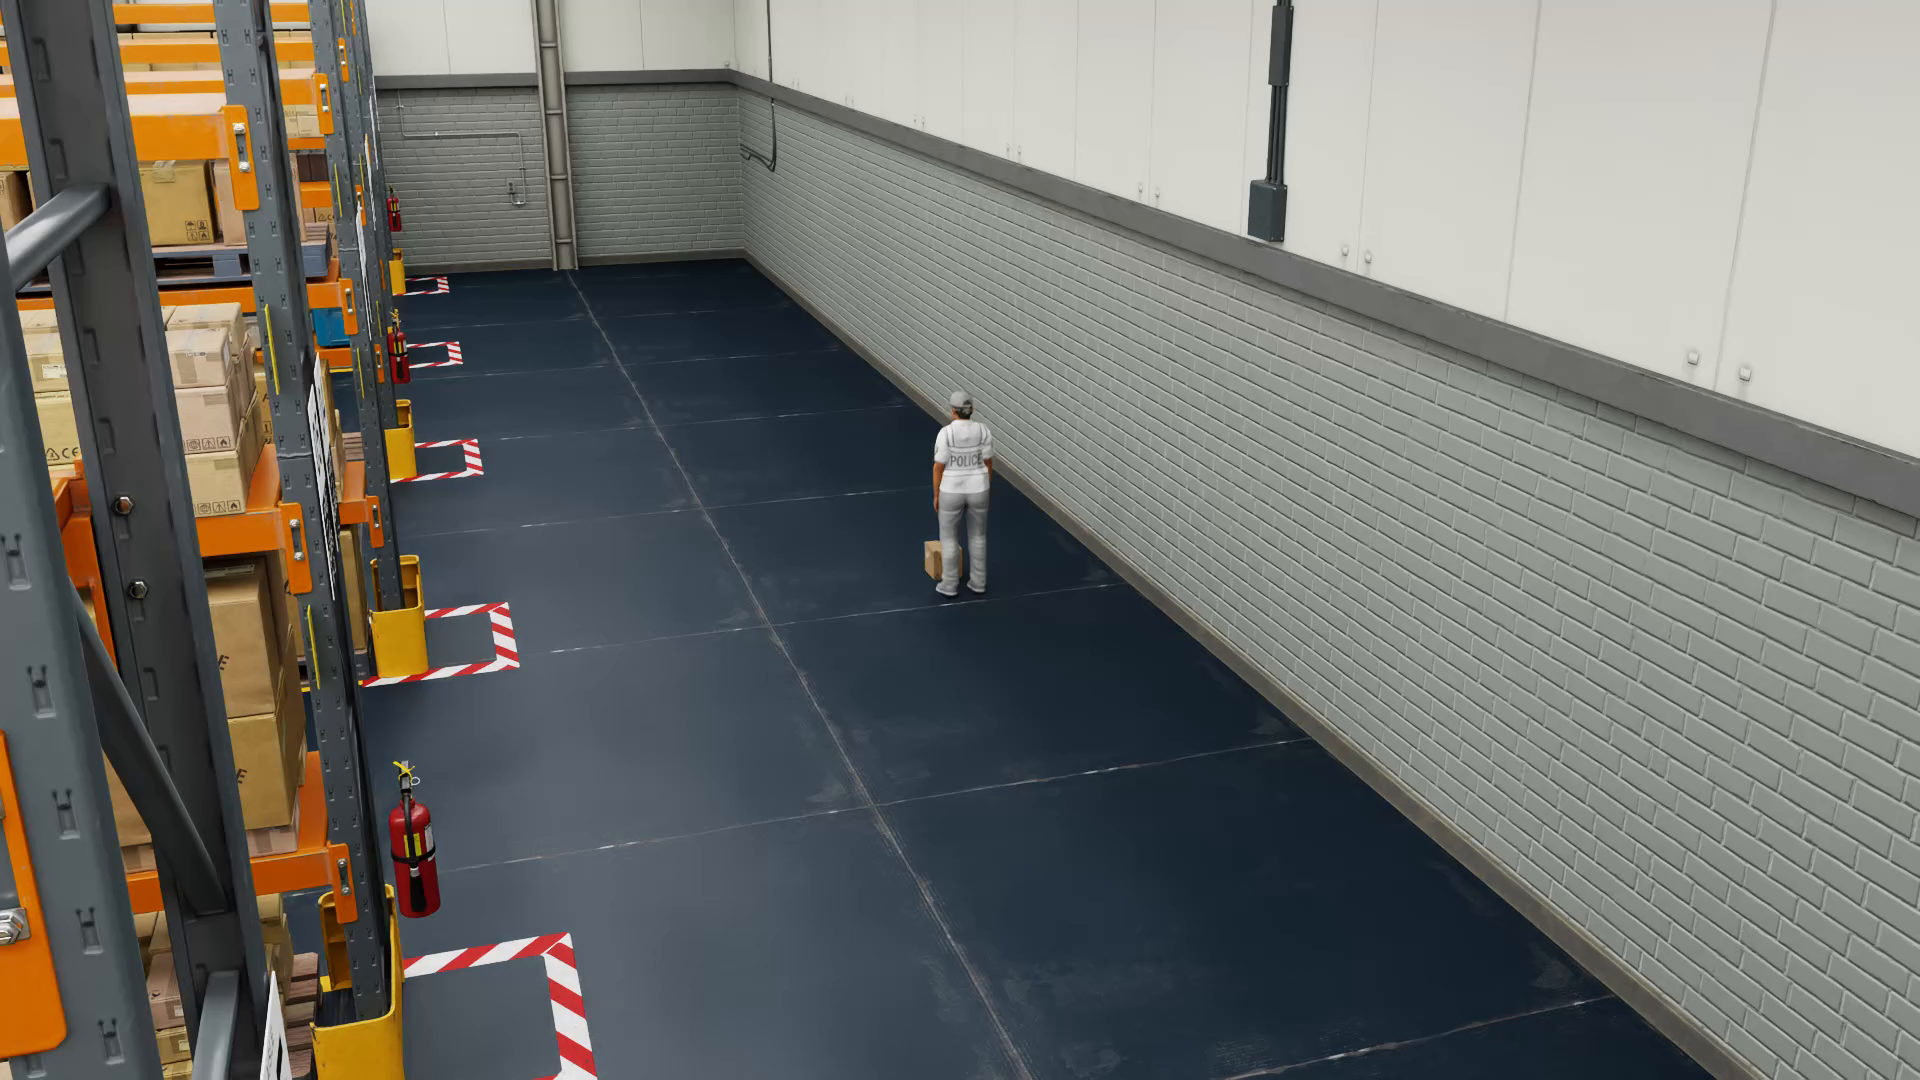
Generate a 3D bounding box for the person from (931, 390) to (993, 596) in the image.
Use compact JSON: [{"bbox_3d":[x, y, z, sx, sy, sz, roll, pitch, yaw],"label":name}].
[{"bbox_3d":[0.004,-0.366,13.088,0.483,1.675,0.371,-6,20,-17],"label":"person"}]
